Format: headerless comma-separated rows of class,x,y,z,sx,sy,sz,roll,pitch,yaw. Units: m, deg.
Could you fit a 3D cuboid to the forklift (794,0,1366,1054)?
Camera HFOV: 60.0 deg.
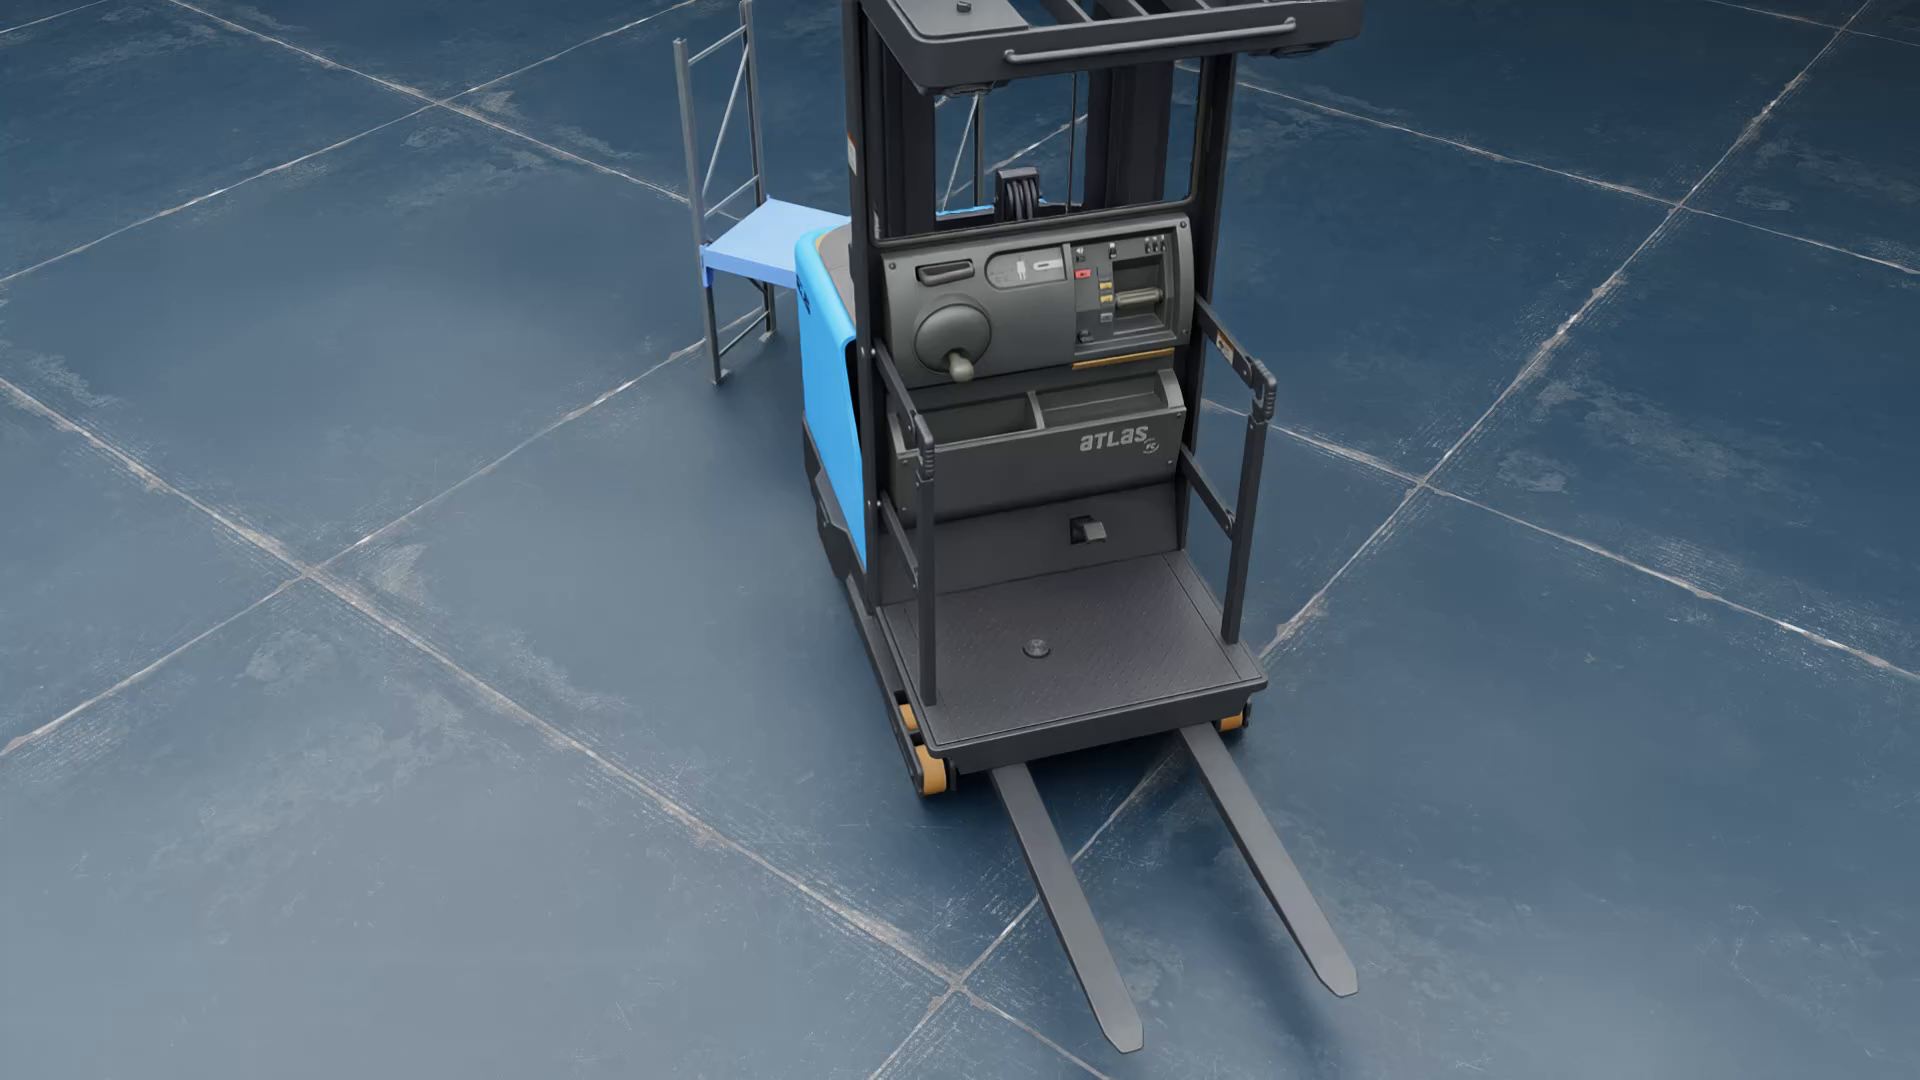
forklift,0.302,-0.627,4.673,1.130,2.935,3.031,-10,39,-13

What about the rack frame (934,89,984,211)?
rack frame,-0.032,-1.118,6.462,0.032,1.500,0.500,17,41,20

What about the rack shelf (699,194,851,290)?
rack shelf,-0.488,-1.115,6.750,1.000,0.185,0.538,17,41,20

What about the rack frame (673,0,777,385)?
rack frame,-0.943,-1.396,6.816,0.032,1.500,0.500,17,41,20

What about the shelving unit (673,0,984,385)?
shelving unit,-0.488,-1.257,6.639,1.048,1.500,0.538,17,41,20
